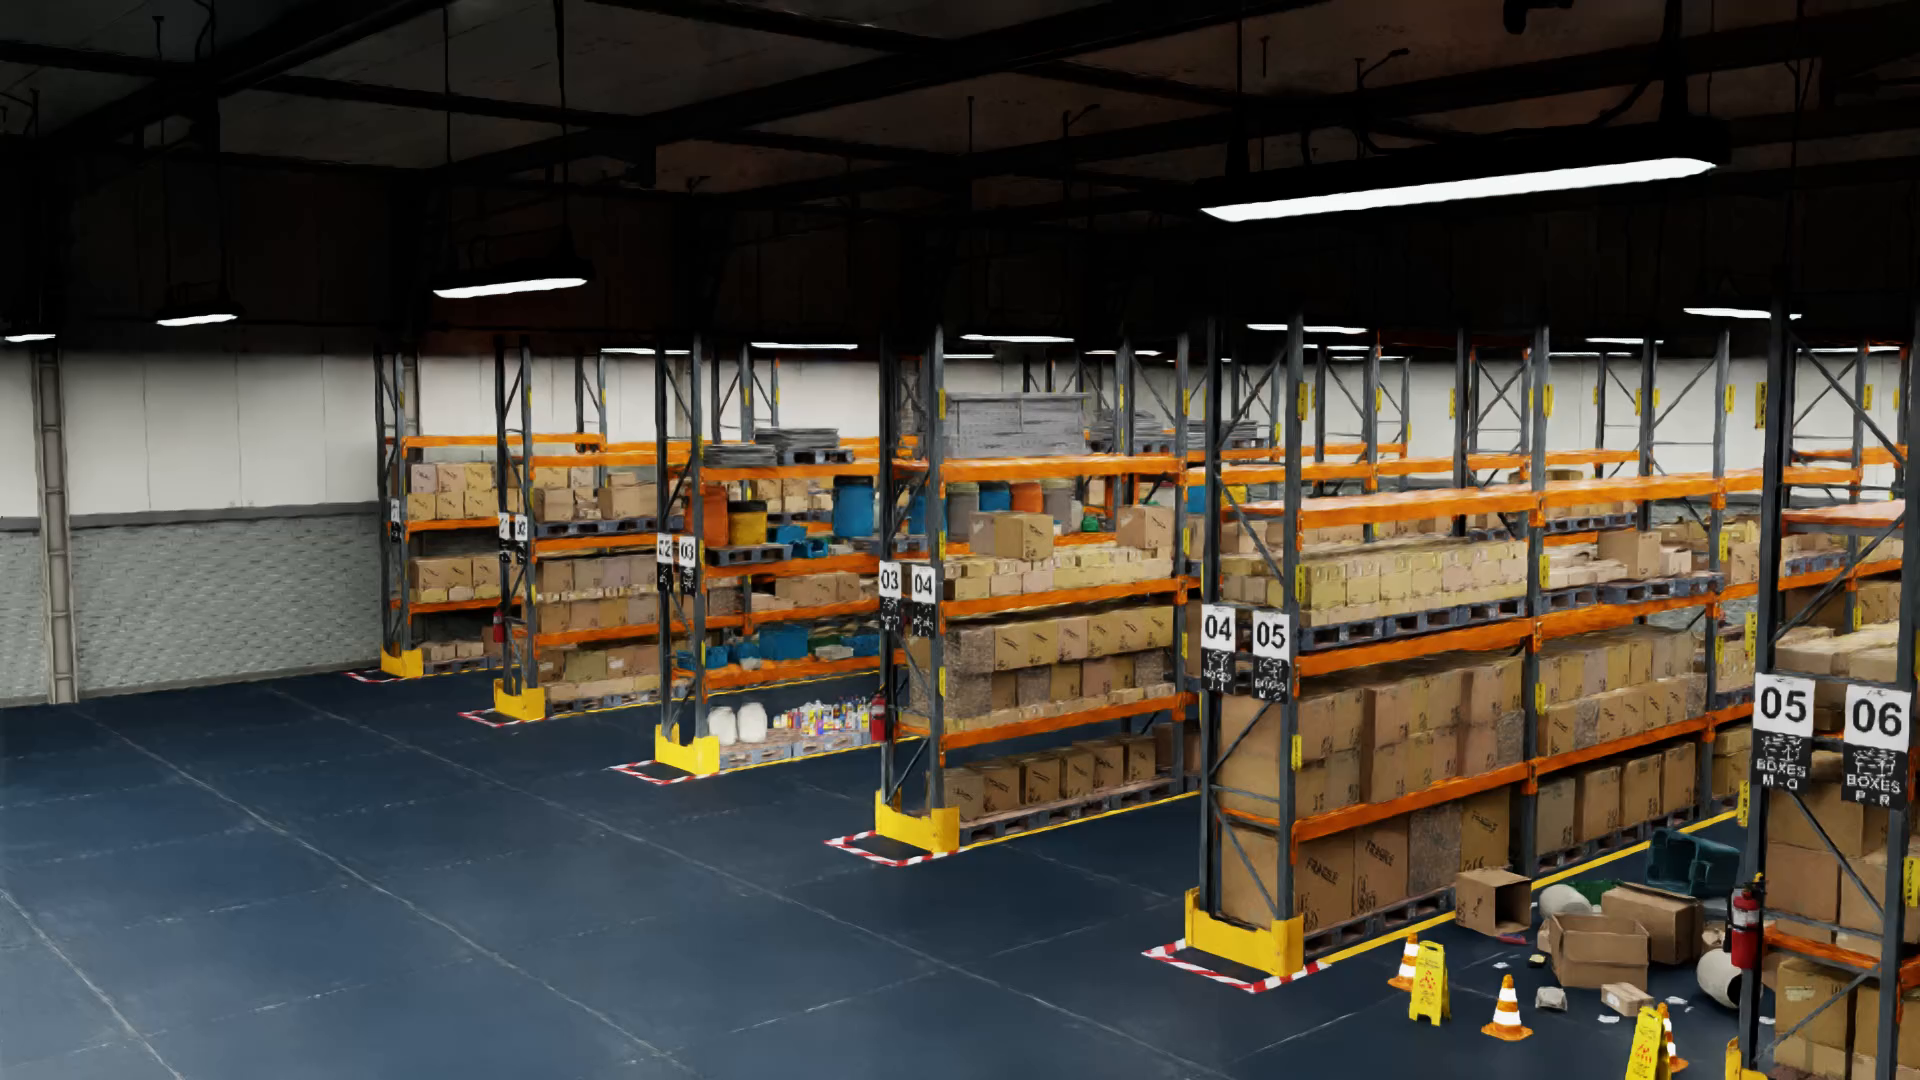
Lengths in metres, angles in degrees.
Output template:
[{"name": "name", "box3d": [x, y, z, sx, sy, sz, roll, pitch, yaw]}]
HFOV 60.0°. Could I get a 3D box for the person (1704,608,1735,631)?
[{"name": "person", "box3d": [12.190, 1.915, 26.635, 0.534, 1.674, 0.677, -5, 7, -43]}]
